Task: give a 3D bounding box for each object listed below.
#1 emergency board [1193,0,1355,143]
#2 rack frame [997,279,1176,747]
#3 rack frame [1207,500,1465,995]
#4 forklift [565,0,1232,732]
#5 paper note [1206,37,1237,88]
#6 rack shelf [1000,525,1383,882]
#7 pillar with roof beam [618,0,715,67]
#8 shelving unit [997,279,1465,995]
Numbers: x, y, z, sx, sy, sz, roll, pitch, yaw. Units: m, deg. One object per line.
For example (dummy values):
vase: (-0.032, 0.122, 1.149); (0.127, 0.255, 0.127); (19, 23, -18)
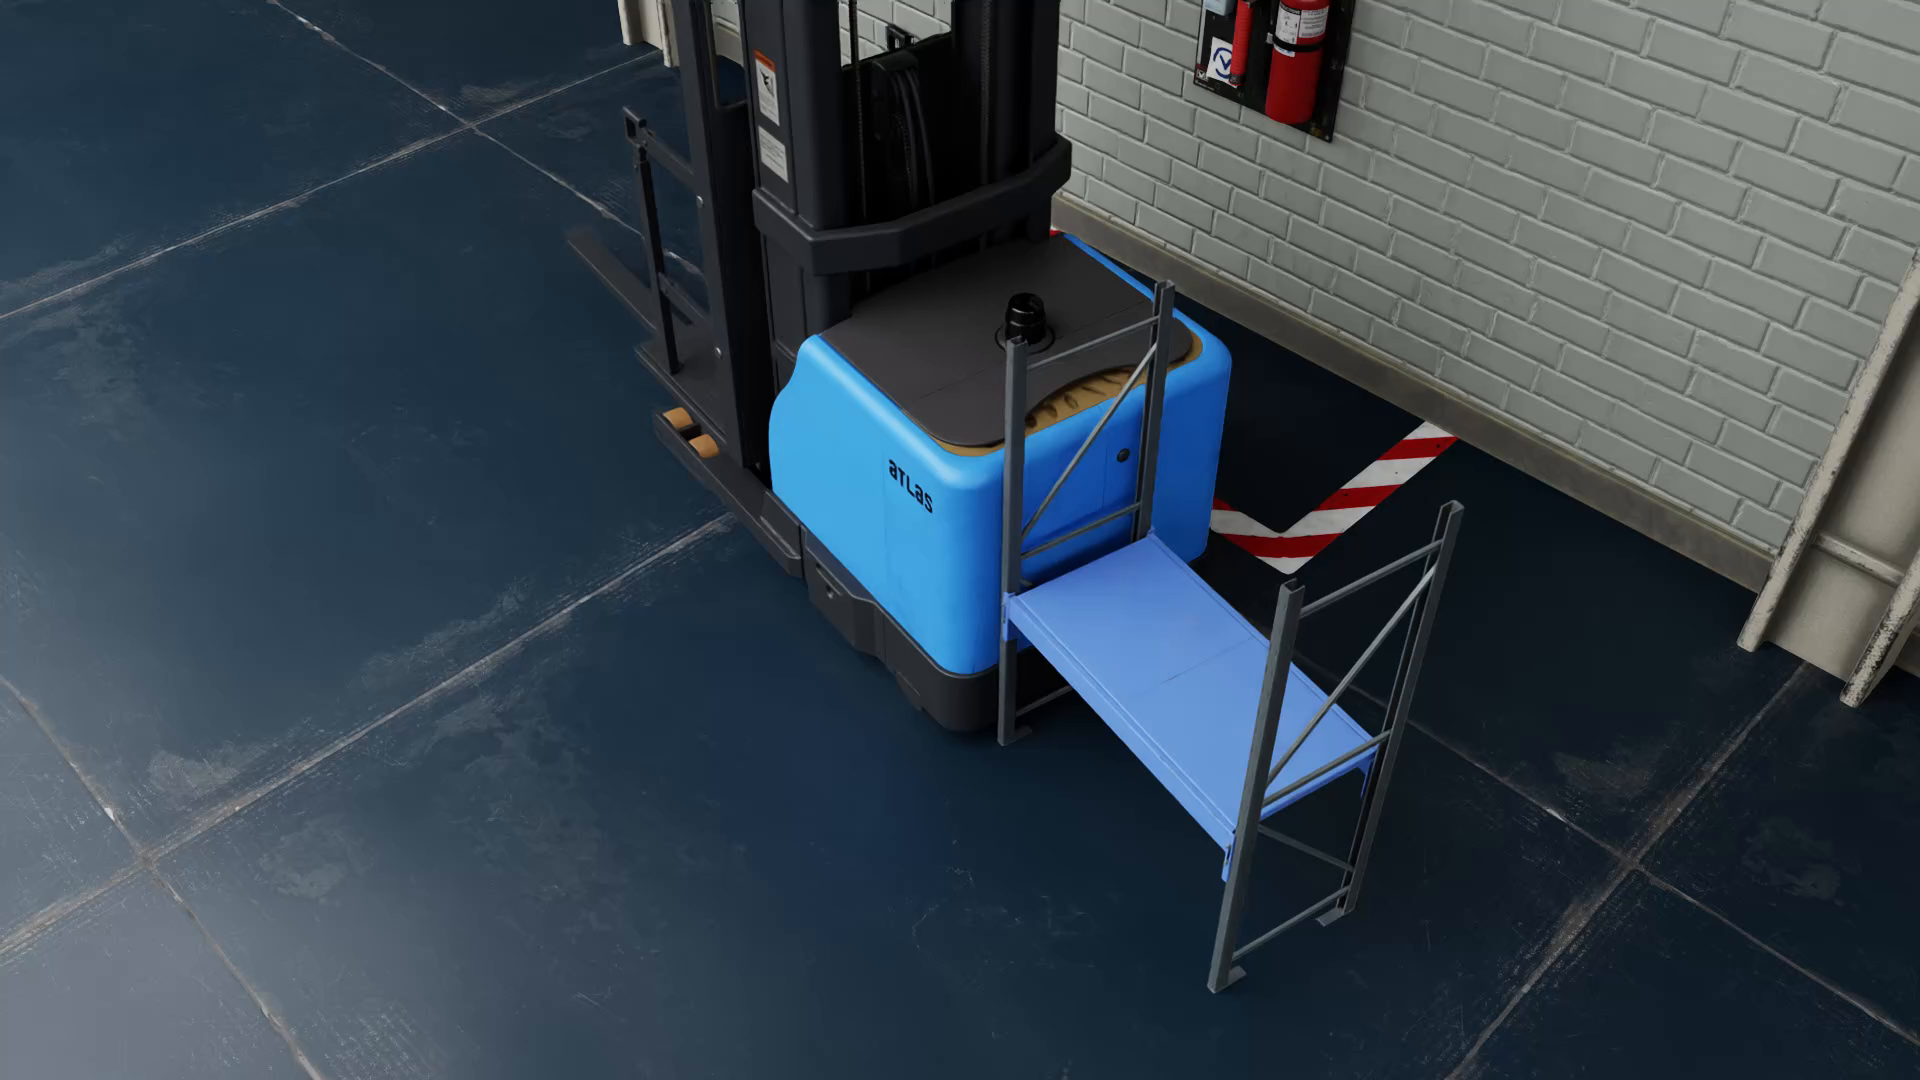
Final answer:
emergency board: (1.044, -1.950, 5.650); (0.194, 1.169, 0.643); (-34, 53, -31)
rack frame: (0.333, -0.019, 4.666); (0.500, 1.500, 0.032); (-23, 48, -23)
rack frame: (0.880, 0.562, 4.037); (0.500, 1.500, 0.032); (-23, 48, -23)
forklift: (-0.461, -1.460, 5.170); (1.130, 2.935, 3.031); (-26, 49, -25)
paper note: (0.967, -1.745, 6.077); (0.016, 0.148, 0.142); (-34, 53, -31)
rack shelf: (0.607, 0.403, 4.473); (0.538, 0.185, 1.000); (-23, 48, -23)
pillar with roof beam: (-4.524, -3.767, 3.196); (9.100, 9.000, 0.400); (-34, 53, -31)
shelving unit: (0.607, 0.271, 4.351); (0.538, 1.500, 1.048); (-23, 48, -23)
